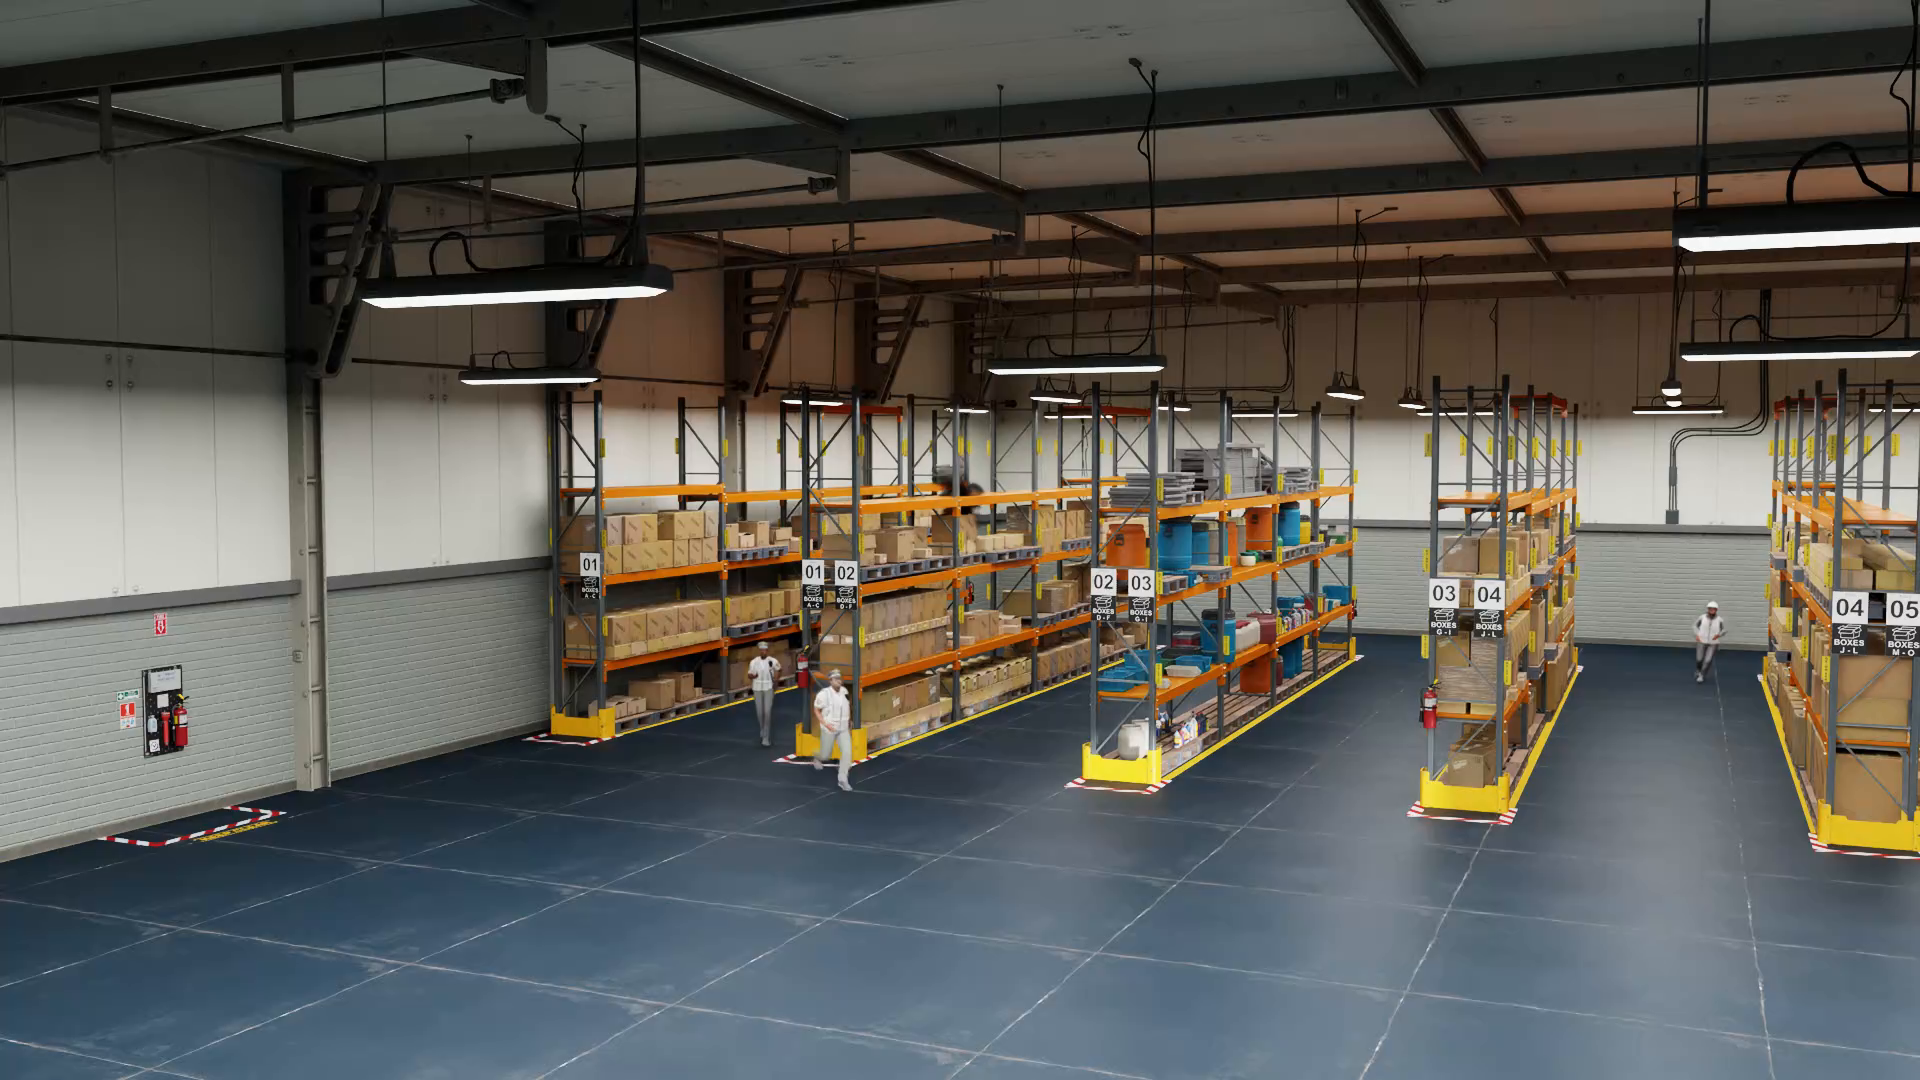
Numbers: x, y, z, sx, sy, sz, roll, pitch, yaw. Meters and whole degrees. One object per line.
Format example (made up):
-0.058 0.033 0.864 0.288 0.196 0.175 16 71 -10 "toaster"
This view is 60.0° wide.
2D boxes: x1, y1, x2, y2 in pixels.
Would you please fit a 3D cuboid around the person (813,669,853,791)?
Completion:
-1.874 2.791 24.662 0.647 1.777 0.985 -2 4 -28 "person"

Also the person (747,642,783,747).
-3.326 2.583 28.231 0.567 1.739 0.782 0 3 4 "person"

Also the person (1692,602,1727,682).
16.018 2.180 35.547 0.676 1.723 0.554 1 3 24 "person"
